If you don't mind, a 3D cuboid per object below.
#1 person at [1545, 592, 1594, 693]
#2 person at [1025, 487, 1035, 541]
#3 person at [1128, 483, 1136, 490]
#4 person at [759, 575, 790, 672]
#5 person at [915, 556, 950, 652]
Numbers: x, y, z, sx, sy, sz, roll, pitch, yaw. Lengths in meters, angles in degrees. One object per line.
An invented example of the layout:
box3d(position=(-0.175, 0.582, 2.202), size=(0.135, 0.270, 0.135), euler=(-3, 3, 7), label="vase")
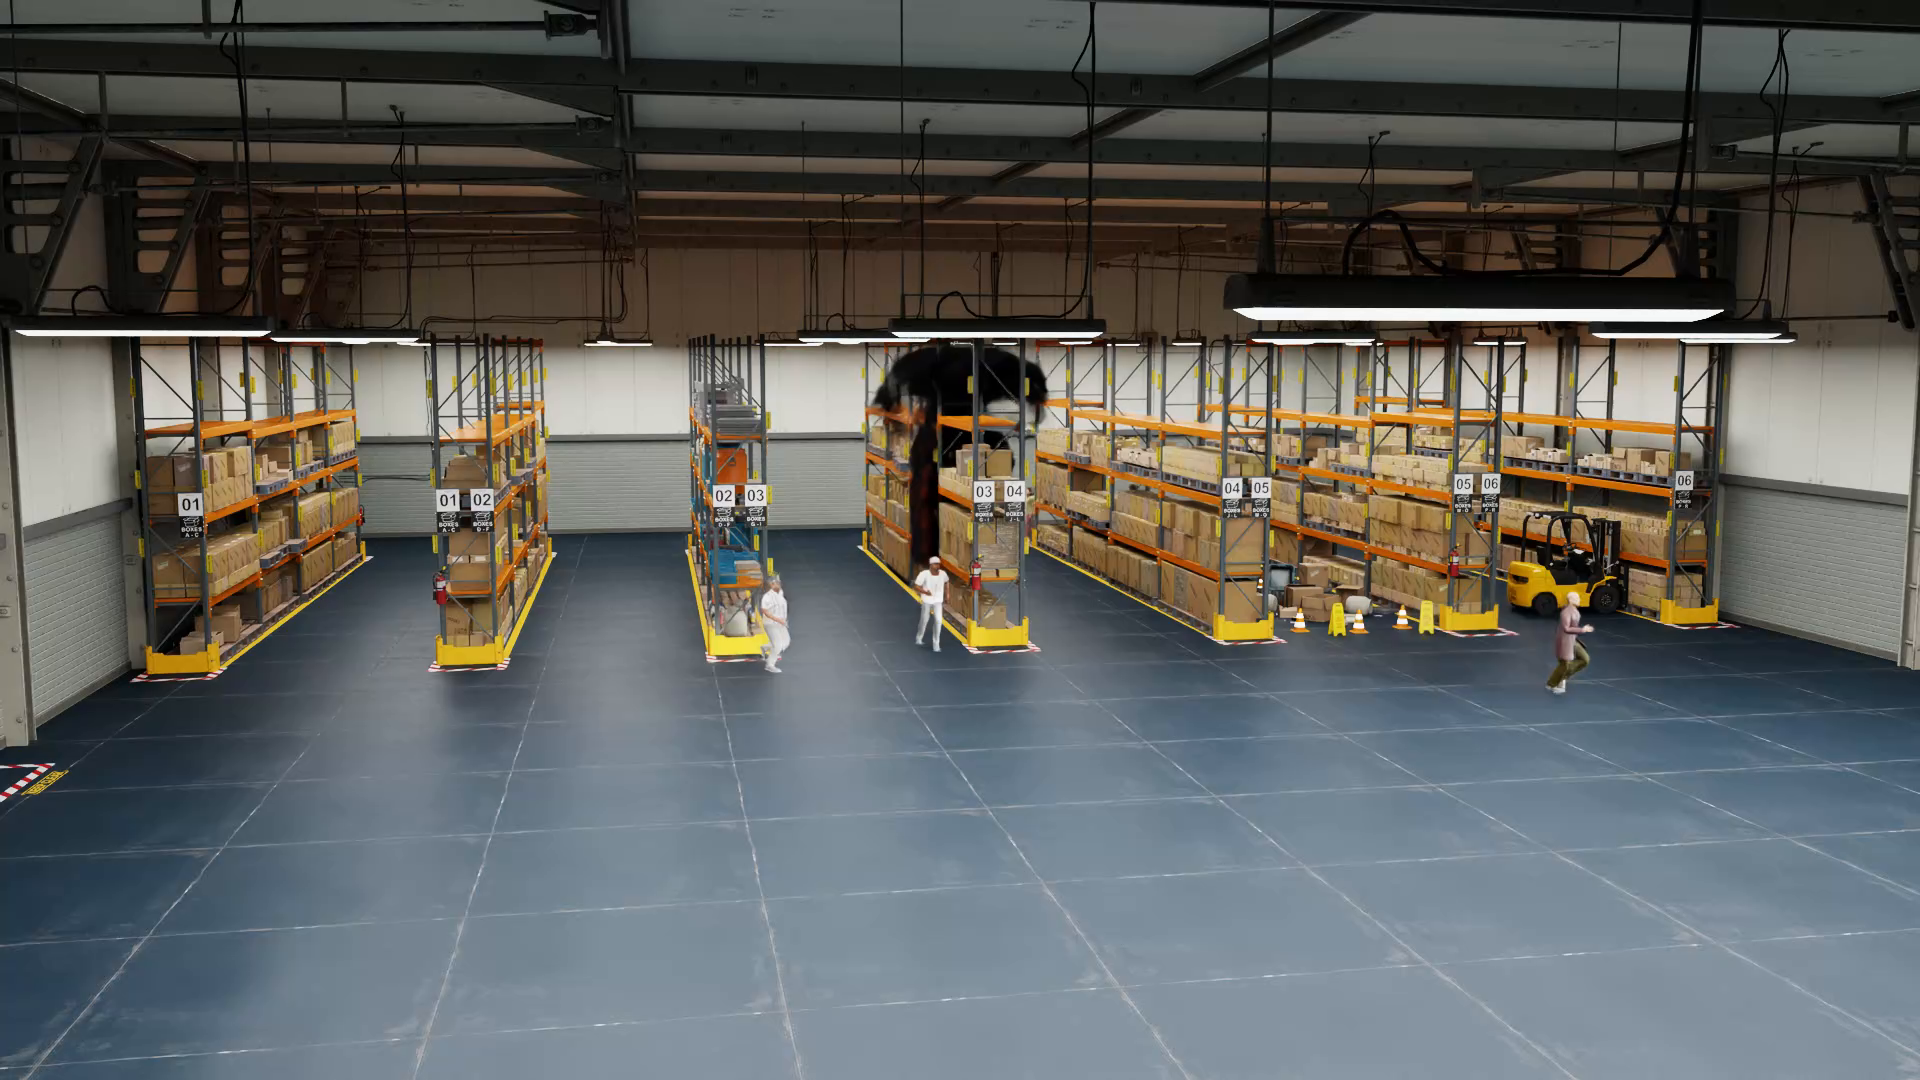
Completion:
box3d(position=(10.104, 1.701, 27.536), size=(0.793, 1.726, 0.759), euler=(5, 8, 38), label="person")
box3d(position=(2.072, -0.756, 49.610), size=(0.569, 1.643, 0.613), euler=(-3, 7, -25), label="person")
box3d(position=(5.239, -0.878, 50.463), size=(0.806, 1.692, 0.556), euler=(-1, 7, -9), label="person")
box3d(position=(-3.309, 1.472, 29.654), size=(0.668, 1.746, 0.696), euler=(3, 7, 25), label="person")
box3d(position=(-0.516, 1.212, 31.884), size=(0.745, 1.813, 0.782), euler=(-2, 7, -17), label="person")
